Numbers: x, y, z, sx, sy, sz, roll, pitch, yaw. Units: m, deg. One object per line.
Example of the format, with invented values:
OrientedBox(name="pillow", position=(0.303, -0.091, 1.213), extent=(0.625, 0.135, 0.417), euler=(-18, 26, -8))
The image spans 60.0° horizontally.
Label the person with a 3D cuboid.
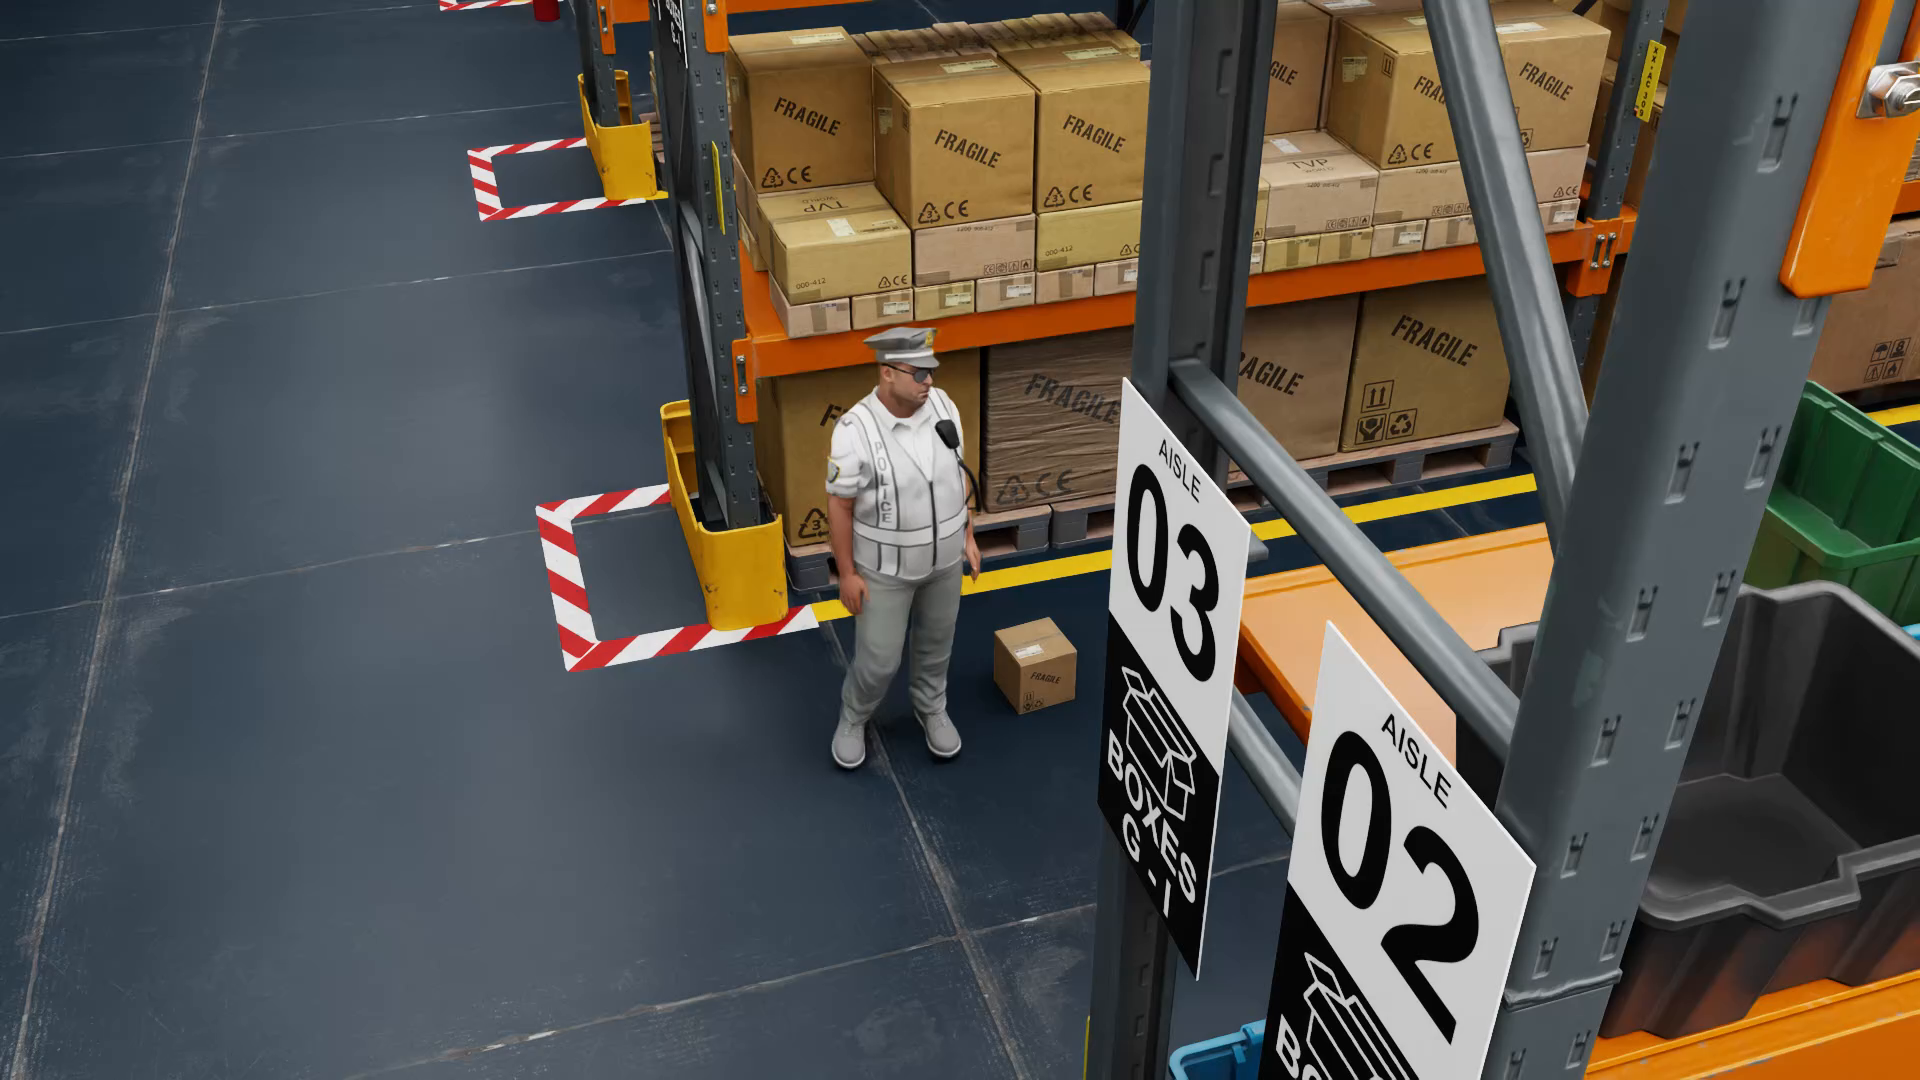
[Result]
OrientedBox(name="person", position=(-0.218, 0.045, 6.035), extent=(0.622, 1.760, 0.421), euler=(-19, 38, -26))
